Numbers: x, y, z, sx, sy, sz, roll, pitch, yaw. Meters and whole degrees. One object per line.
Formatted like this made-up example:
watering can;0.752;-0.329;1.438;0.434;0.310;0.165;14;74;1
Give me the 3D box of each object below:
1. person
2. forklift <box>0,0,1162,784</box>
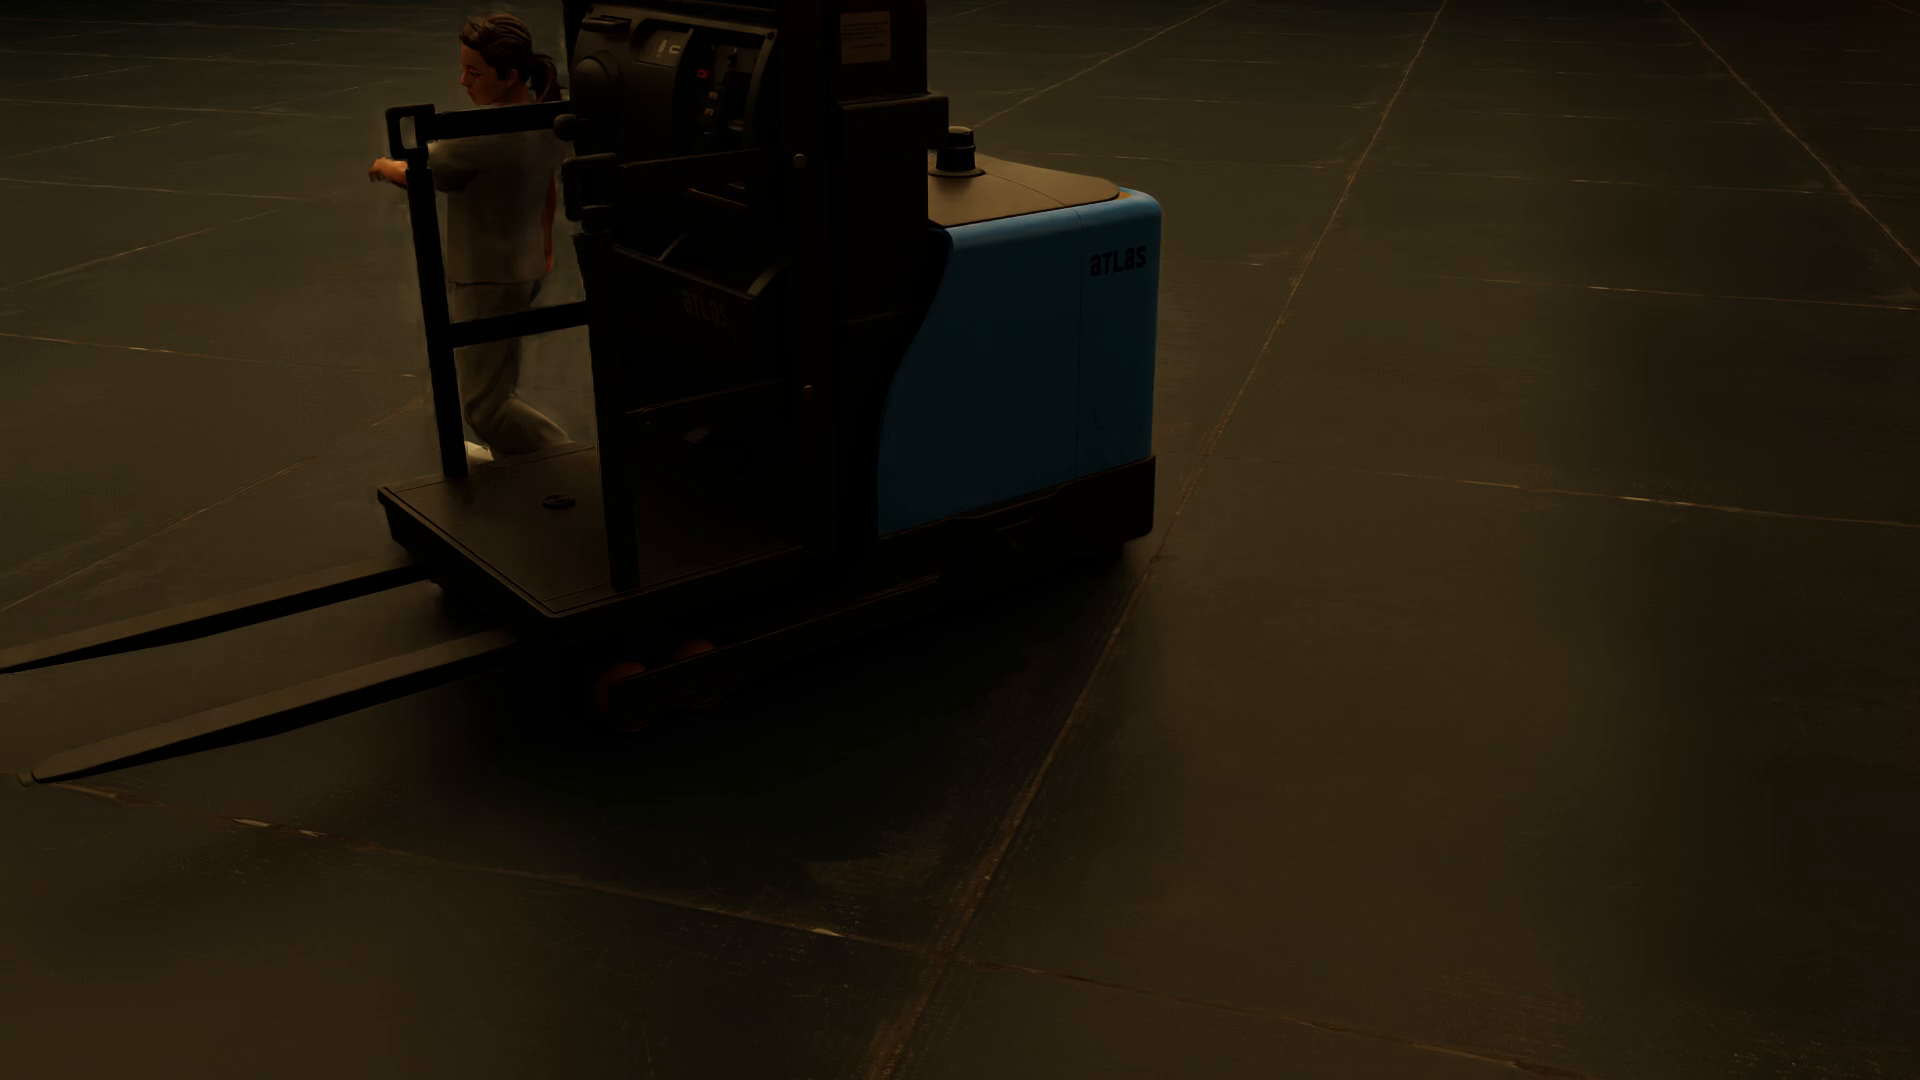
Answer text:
person;-1.396;-0.824;5.098;0.840;1.553;0.710;3;23;6
forklift;-0.886;-1.120;3.993;3.031;2.935;1.130;-17;28;-35
